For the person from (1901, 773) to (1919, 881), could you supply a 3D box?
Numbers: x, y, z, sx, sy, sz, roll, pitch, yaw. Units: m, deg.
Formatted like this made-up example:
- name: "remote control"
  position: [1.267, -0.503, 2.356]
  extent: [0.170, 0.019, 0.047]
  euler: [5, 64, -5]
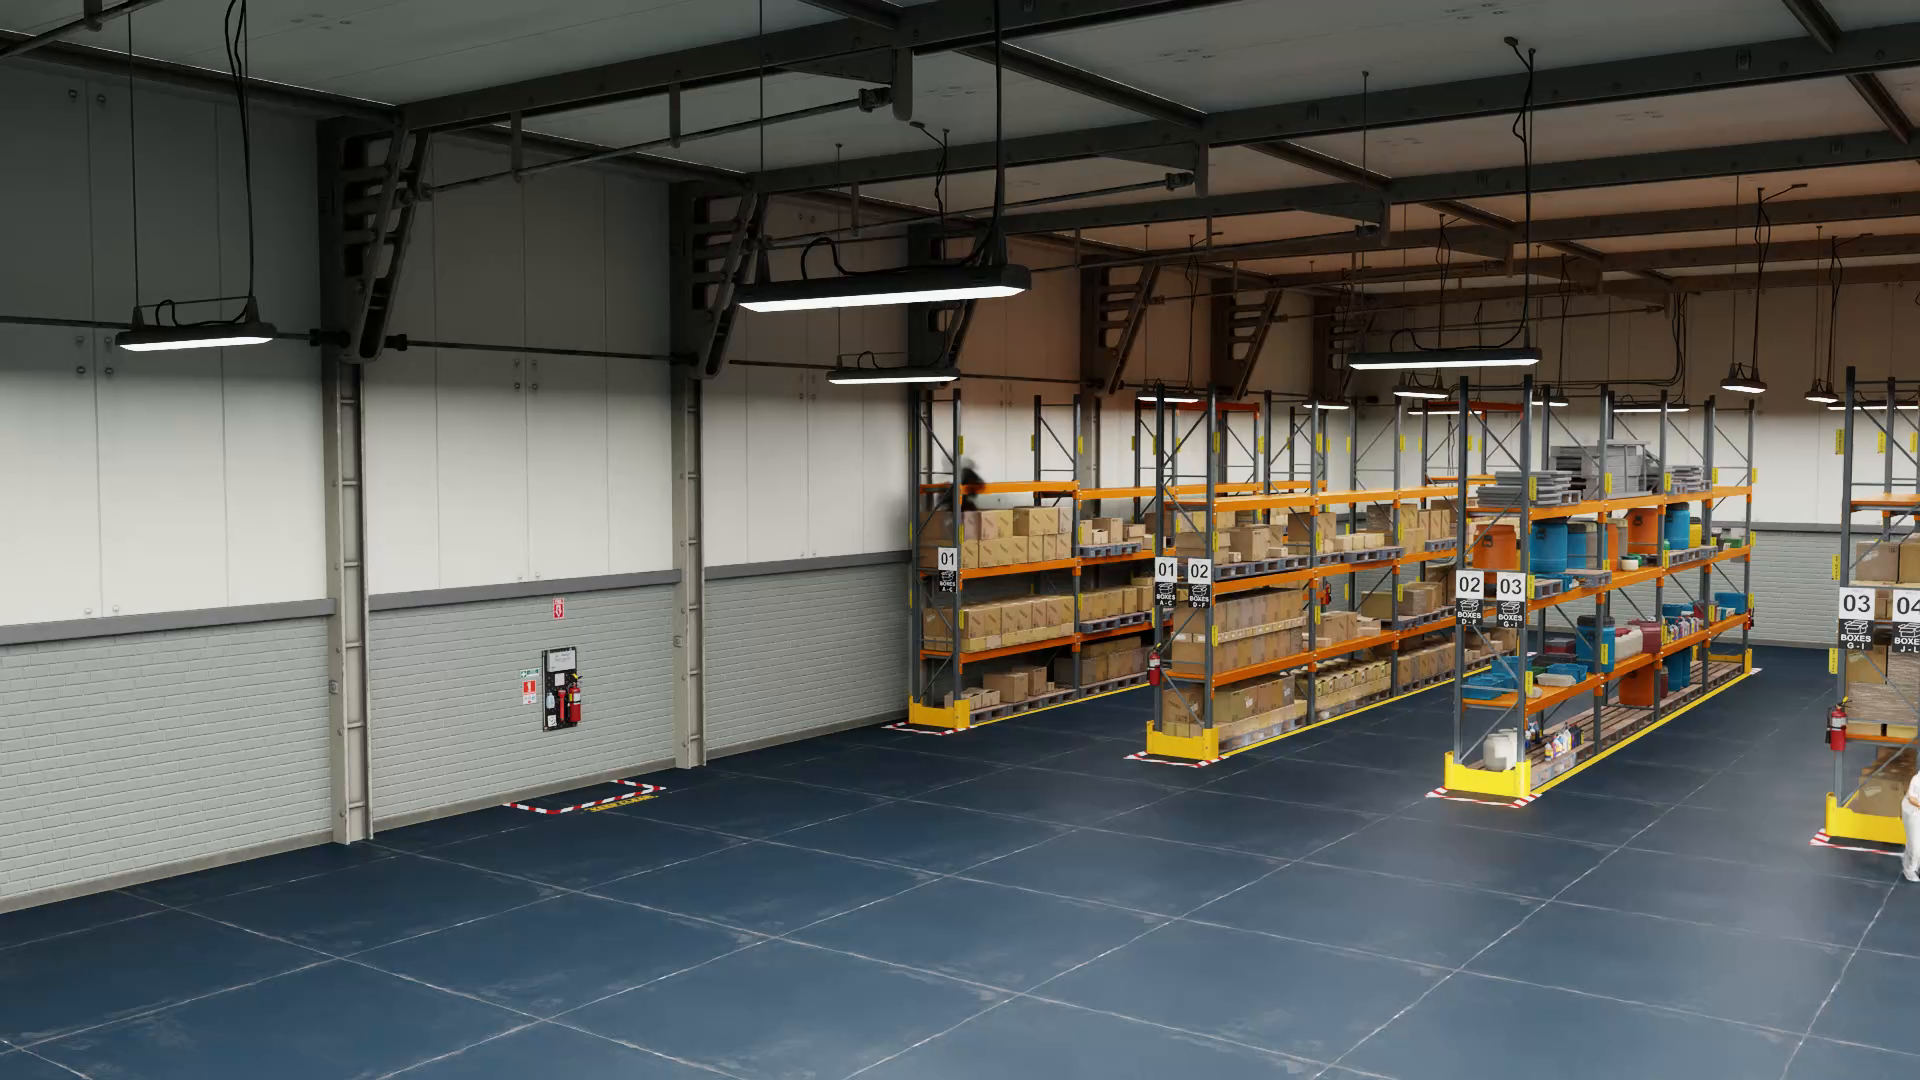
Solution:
- name: "person"
  position: [11.092, 3.177, 18.962]
  extent: [0.638, 1.509, 0.790]
  euler: [0, 3, -2]
